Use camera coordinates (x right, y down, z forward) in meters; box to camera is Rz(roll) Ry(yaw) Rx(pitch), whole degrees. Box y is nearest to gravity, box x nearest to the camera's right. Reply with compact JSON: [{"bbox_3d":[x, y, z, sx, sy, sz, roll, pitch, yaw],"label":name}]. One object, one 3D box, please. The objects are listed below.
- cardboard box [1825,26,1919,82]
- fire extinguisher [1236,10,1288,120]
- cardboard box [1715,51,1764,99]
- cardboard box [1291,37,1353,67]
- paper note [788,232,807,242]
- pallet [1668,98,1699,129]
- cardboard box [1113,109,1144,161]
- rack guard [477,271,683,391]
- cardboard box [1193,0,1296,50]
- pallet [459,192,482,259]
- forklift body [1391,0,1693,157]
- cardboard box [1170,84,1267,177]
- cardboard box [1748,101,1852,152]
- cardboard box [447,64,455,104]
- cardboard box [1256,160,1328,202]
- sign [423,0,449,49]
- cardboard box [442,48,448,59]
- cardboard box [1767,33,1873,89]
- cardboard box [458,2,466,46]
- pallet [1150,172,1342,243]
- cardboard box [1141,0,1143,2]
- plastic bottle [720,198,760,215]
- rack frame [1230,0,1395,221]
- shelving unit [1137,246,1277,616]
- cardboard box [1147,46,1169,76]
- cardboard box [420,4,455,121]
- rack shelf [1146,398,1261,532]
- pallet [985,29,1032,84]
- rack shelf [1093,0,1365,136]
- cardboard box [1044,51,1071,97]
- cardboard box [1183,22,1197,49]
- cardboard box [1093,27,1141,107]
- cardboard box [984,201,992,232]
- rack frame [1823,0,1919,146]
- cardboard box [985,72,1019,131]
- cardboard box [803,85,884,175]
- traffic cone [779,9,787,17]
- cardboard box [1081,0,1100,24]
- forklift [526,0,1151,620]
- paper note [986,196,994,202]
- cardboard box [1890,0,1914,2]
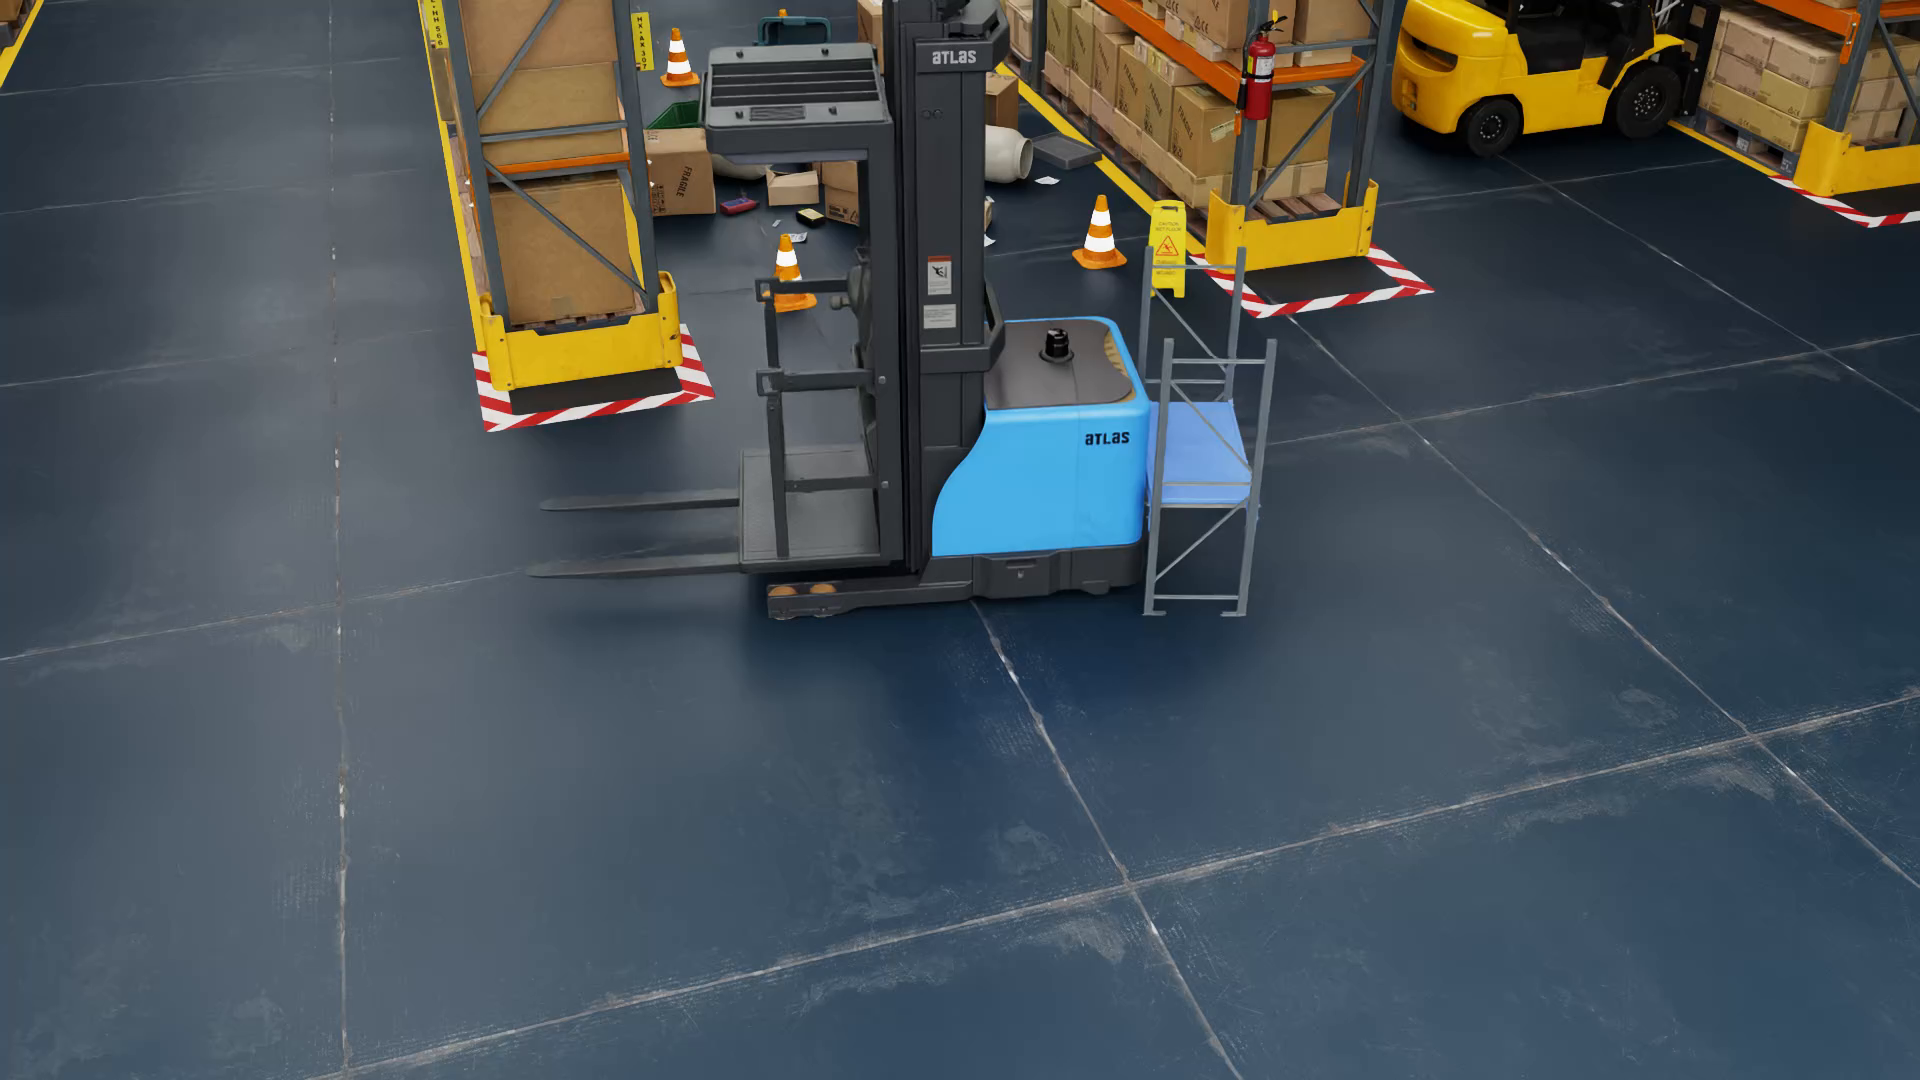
[{"bbox_3d":[7.106,-3.800,12.987,0.500,0.250,0.500,-11,35,-15],"label":"cardboard box"},{"bbox_3d":[1.942,-3.065,10.737,0.296,0.674,0.183,-10,35,-15],"label":"fire extinguisher"},{"bbox_3d":[6.483,-3.776,13.403,0.500,0.250,0.500,-10,35,-15],"label":"cardboard box"},{"bbox_3d":[2.440,-3.343,11.316,0.380,0.149,0.250,-10,35,-15],"label":"cardboard box"},{"bbox_3d":[-1.186,-2.196,12.048,0.144,0.017,0.142,1,33,2],"label":"paper note"},{"bbox_3d":[6.430,-3.942,14.523,1.003,0.211,1.213,-10,35,-15],"label":"pallet"},{"bbox_3d":[1.528,-3.189,12.968,0.500,0.250,0.500,-11,35,-16],"label":"cardboard box"},{"bbox_3d":[-2.330,-1.293,10.254,1.175,0.500,0.348,-10,35,-15],"label":"rack guard"},{"bbox_3d":[1.918,-3.639,11.175,0.500,0.500,0.500,-11,35,-16],"label":"cardboard box"},{"bbox_3d":[-3.024,-2.232,11.936,1.003,0.211,1.213,-10,35,-15],"label":"pallet"},{"bbox_3d":[4.756,-4.406,13.466,2.313,2.155,1.214,-10,35,-15],"label":"forklift body"},{"bbox_3d":[1.853,-2.952,11.930,0.500,0.500,0.500,-10,35,-14],"label":"cardboard box"},{"bbox_3d":[6.628,-3.293,13.125,0.500,0.250,0.500,-10,35,-14],"label":"cardboard box"},{"bbox_3d":[-3.154,-2.923,11.999,0.875,0.875,0.875,-10,35,-14],"label":"cardboard box"},{"bbox_3d":[2.363,-2.732,12.277,0.500,0.250,0.500,-10,35,-15],"label":"cardboard box"},{"bbox_3d":[-2.858,-2.847,9.072,0.100,0.325,0.005,-10,35,-15],"label":"sign"},{"bbox_3d":[-3.191,-3.732,11.540,0.875,0.550,0.550,-10,35,-15],"label":"cardboard box"},{"bbox_3d":[6.635,-3.706,12.843,0.500,0.250,0.500,-9,34,-13],"label":"cardboard box"},{"bbox_3d":[-2.669,-3.337,9.963,0.875,0.550,0.550,-10,35,-15],"label":"cardboard box"},{"bbox_3d":[2.109,-2.543,12.408,1.003,0.211,1.213,-10,35,-15],"label":"pallet"},{"bbox_3d":[1.581,-4.096,12.455,0.380,0.149,0.250,-10,35,-15],"label":"cardboard box"},{"bbox_3d":[-1.653,-2.517,12.504,0.283,0.061,0.133,-23,40,-31],"label":"plastic bottle"},{"bbox_3d":[2.346,-3.234,10.924,1.000,3.000,0.127,-10,35,-15],"label":"rack frame"},{"bbox_3d":[1.160,-0.540,8.207,0.538,1.500,1.048,0,33,1],"label":"shelving unit"},{"bbox_3d":[1.604,-3.537,12.226,0.380,0.149,0.250,-9,35,-14],"label":"cardboard box"},{"bbox_3d":[-3.832,-3.996,13.737,1.050,0.750,0.750,-10,35,-15],"label":"cardboard box"},{"bbox_3d":[1.160,-0.390,8.306,0.538,0.185,1.000,0,33,1],"label":"rack shelf"},{"bbox_3d":[0.887,-4.580,15.489,1.003,0.211,1.213,-10,35,-15],"label":"pallet"},{"bbox_3d":[1.736,-3.984,12.711,1.077,0.370,4.000,-10,35,-15],"label":"rack shelf"},{"bbox_3d":[1.049,-4.007,14.207,0.500,0.250,0.500,-12,35,-17],"label":"cardboard box"},{"bbox_3d":[1.788,-3.543,11.618,0.380,0.149,0.250,-11,35,-16],"label":"cardboard box"},{"bbox_3d":[1.380,-3.769,13.165,0.500,0.500,0.500,-8,34,-12],"label":"cardboard box"},{"bbox_3d":[0.023,-2.393,12.237,0.380,0.149,0.250,7,34,10],"label":"cardboard box"},{"bbox_3d":[7.072,-4.071,12.190,1.000,3.000,0.127,-10,35,-15],"label":"rack frame"},{"bbox_3d":[0.157,-3.501,13.593,0.500,0.500,0.500,13,36,18],"label":"cardboard box"},{"bbox_3d":[-0.894,-3.236,13.067,0.797,0.637,0.503,-10,35,-15],"label":"cardboard box"},{"bbox_3d":[-1.626,-4.676,15.406,0.336,0.463,0.334,-10,35,-15],"label":"traffic cone"},{"bbox_3d":[1.188,-4.246,13.299,0.380,0.149,0.250,-9,34,-13],"label":"cardboard box"},{"bbox_3d":[-0.639,-1.137,7.812,3.031,2.935,1.130,-3,34,-5],"label":"forklift"},{"bbox_3d":[0.228,-2.597,12.671,0.032,0.001,0.123,-10,35,-15],"label":"paper note"},{"bbox_3d":[7.185,-4.420,12.627,0.500,0.500,0.500,-9,34,-13],"label":"cardboard box"}]
